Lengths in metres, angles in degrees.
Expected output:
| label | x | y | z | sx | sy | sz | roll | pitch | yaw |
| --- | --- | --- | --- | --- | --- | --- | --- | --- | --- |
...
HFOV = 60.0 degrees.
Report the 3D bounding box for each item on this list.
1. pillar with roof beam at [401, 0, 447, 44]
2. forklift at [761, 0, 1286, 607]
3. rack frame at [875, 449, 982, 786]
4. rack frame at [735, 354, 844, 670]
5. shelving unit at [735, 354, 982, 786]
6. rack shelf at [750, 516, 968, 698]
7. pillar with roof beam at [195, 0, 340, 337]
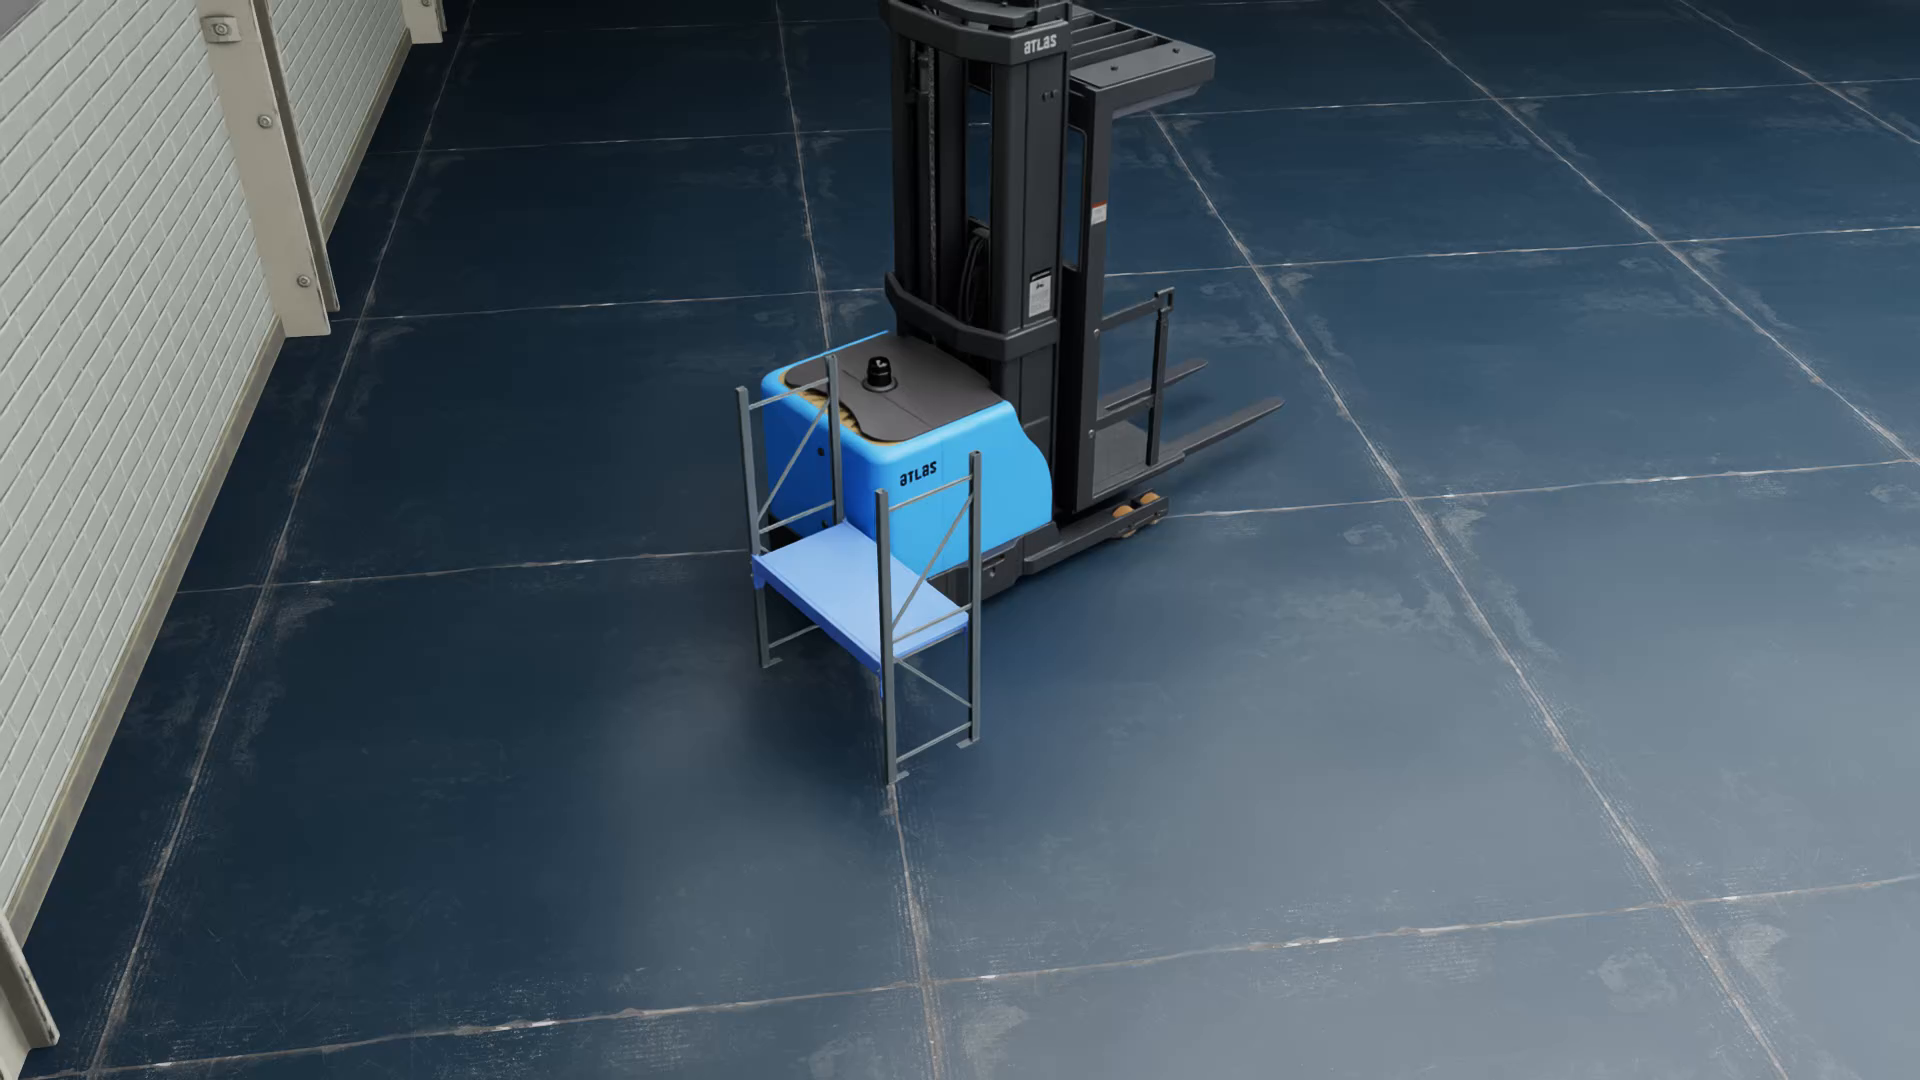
| label | x | y | z | sx | sy | sz | roll | pitch | yaw |
| --- | --- | --- | --- | --- | --- | --- | --- | --- | --- |
| pillar with roof beam | -0.772 | -8.812 | 13.689 | 9.100 | 9.000 | 0.400 | -4 | 35 | -6 |
| forklift | 0.485 | -1.433 | 8.250 | 3.031 | 2.935 | 1.130 | -25 | 41 | -31 |
| rack frame | -0.119 | 0.351 | 6.902 | 0.500 | 1.500 | 0.032 | -24 | 41 | -31 |
| rack frame | -0.744 | -0.100 | 7.565 | 0.500 | 1.500 | 0.032 | -24 | 41 | -31 |
| shelving unit | -0.432 | 0.126 | 7.234 | 0.538 | 1.500 | 1.048 | -24 | 41 | -31 |
| rack shelf | -0.432 | 0.274 | 7.335 | 0.538 | 0.185 | 1.000 | -24 | 41 | -31 |
| pillar with roof beam | 0.035 | -5.463 | 8.776 | 9.100 | 9.000 | 0.400 | -4 | 35 | -6 |
